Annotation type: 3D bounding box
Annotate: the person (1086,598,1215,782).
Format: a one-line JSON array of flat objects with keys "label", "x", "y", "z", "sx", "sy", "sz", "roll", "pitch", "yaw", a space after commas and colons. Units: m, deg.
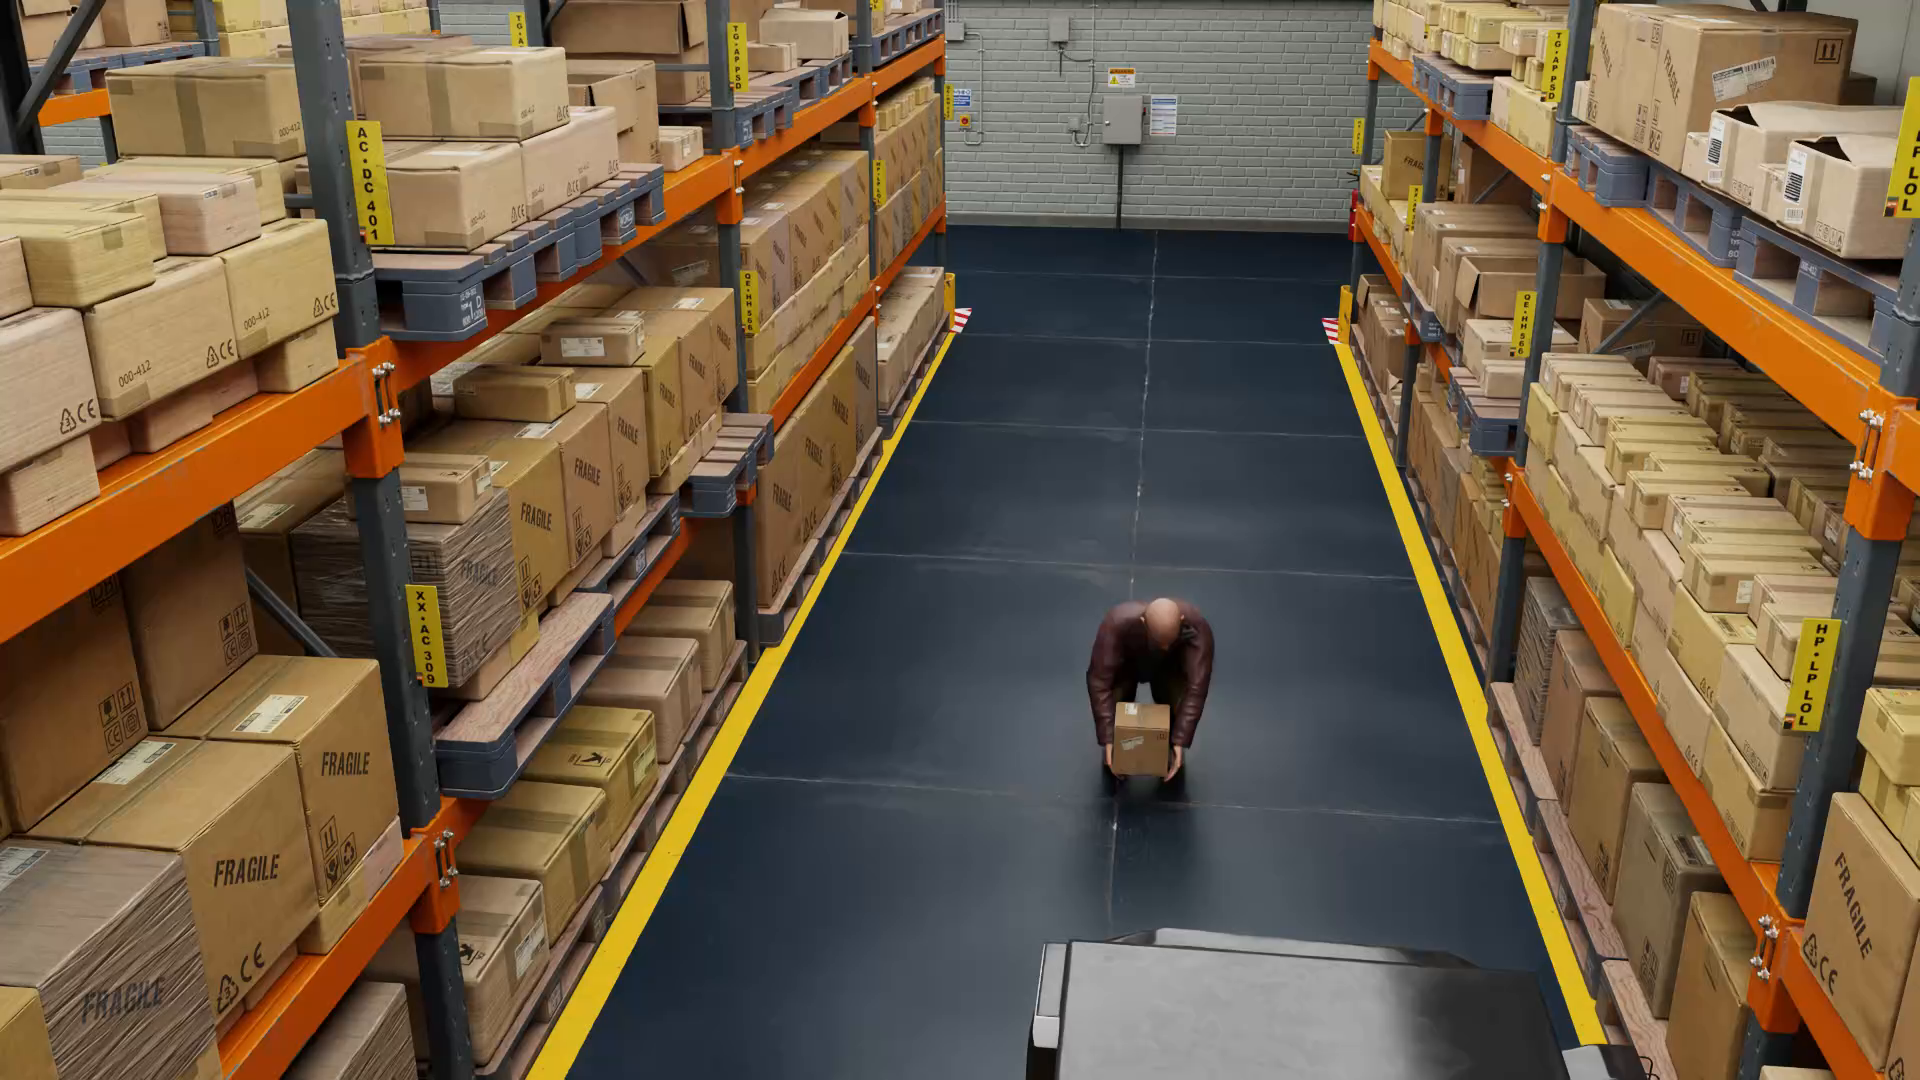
[{"label": "person", "x": 0.911, "y": 0.645, "z": 8.012, "sx": 0.607, "sy": 0.997, "sz": 0.894, "roll": 2, "pitch": 21, "yaw": 6}]
